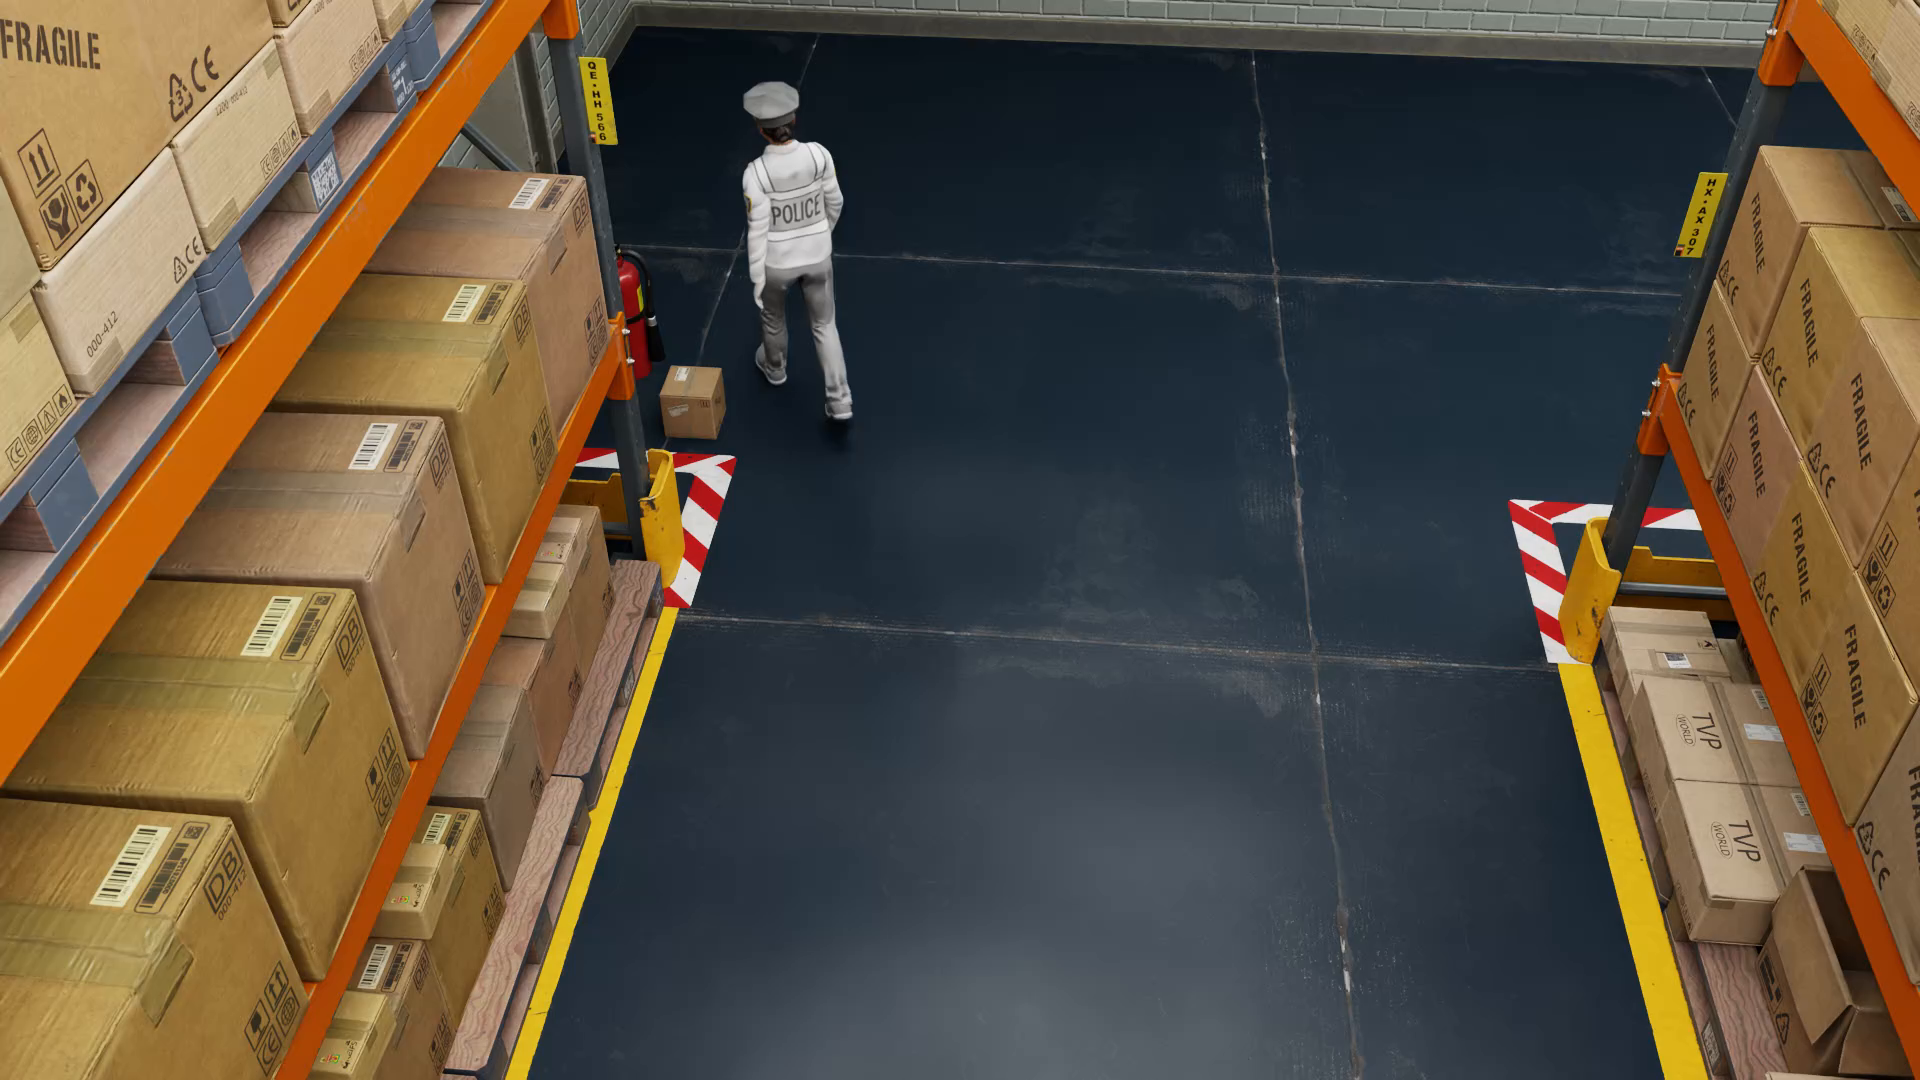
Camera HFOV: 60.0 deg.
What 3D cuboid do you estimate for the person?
[{"bbox_3d":[-0.765,-1.323,7.710,0.508,1.625,0.885,-16,43,-18],"label":"person"}]
